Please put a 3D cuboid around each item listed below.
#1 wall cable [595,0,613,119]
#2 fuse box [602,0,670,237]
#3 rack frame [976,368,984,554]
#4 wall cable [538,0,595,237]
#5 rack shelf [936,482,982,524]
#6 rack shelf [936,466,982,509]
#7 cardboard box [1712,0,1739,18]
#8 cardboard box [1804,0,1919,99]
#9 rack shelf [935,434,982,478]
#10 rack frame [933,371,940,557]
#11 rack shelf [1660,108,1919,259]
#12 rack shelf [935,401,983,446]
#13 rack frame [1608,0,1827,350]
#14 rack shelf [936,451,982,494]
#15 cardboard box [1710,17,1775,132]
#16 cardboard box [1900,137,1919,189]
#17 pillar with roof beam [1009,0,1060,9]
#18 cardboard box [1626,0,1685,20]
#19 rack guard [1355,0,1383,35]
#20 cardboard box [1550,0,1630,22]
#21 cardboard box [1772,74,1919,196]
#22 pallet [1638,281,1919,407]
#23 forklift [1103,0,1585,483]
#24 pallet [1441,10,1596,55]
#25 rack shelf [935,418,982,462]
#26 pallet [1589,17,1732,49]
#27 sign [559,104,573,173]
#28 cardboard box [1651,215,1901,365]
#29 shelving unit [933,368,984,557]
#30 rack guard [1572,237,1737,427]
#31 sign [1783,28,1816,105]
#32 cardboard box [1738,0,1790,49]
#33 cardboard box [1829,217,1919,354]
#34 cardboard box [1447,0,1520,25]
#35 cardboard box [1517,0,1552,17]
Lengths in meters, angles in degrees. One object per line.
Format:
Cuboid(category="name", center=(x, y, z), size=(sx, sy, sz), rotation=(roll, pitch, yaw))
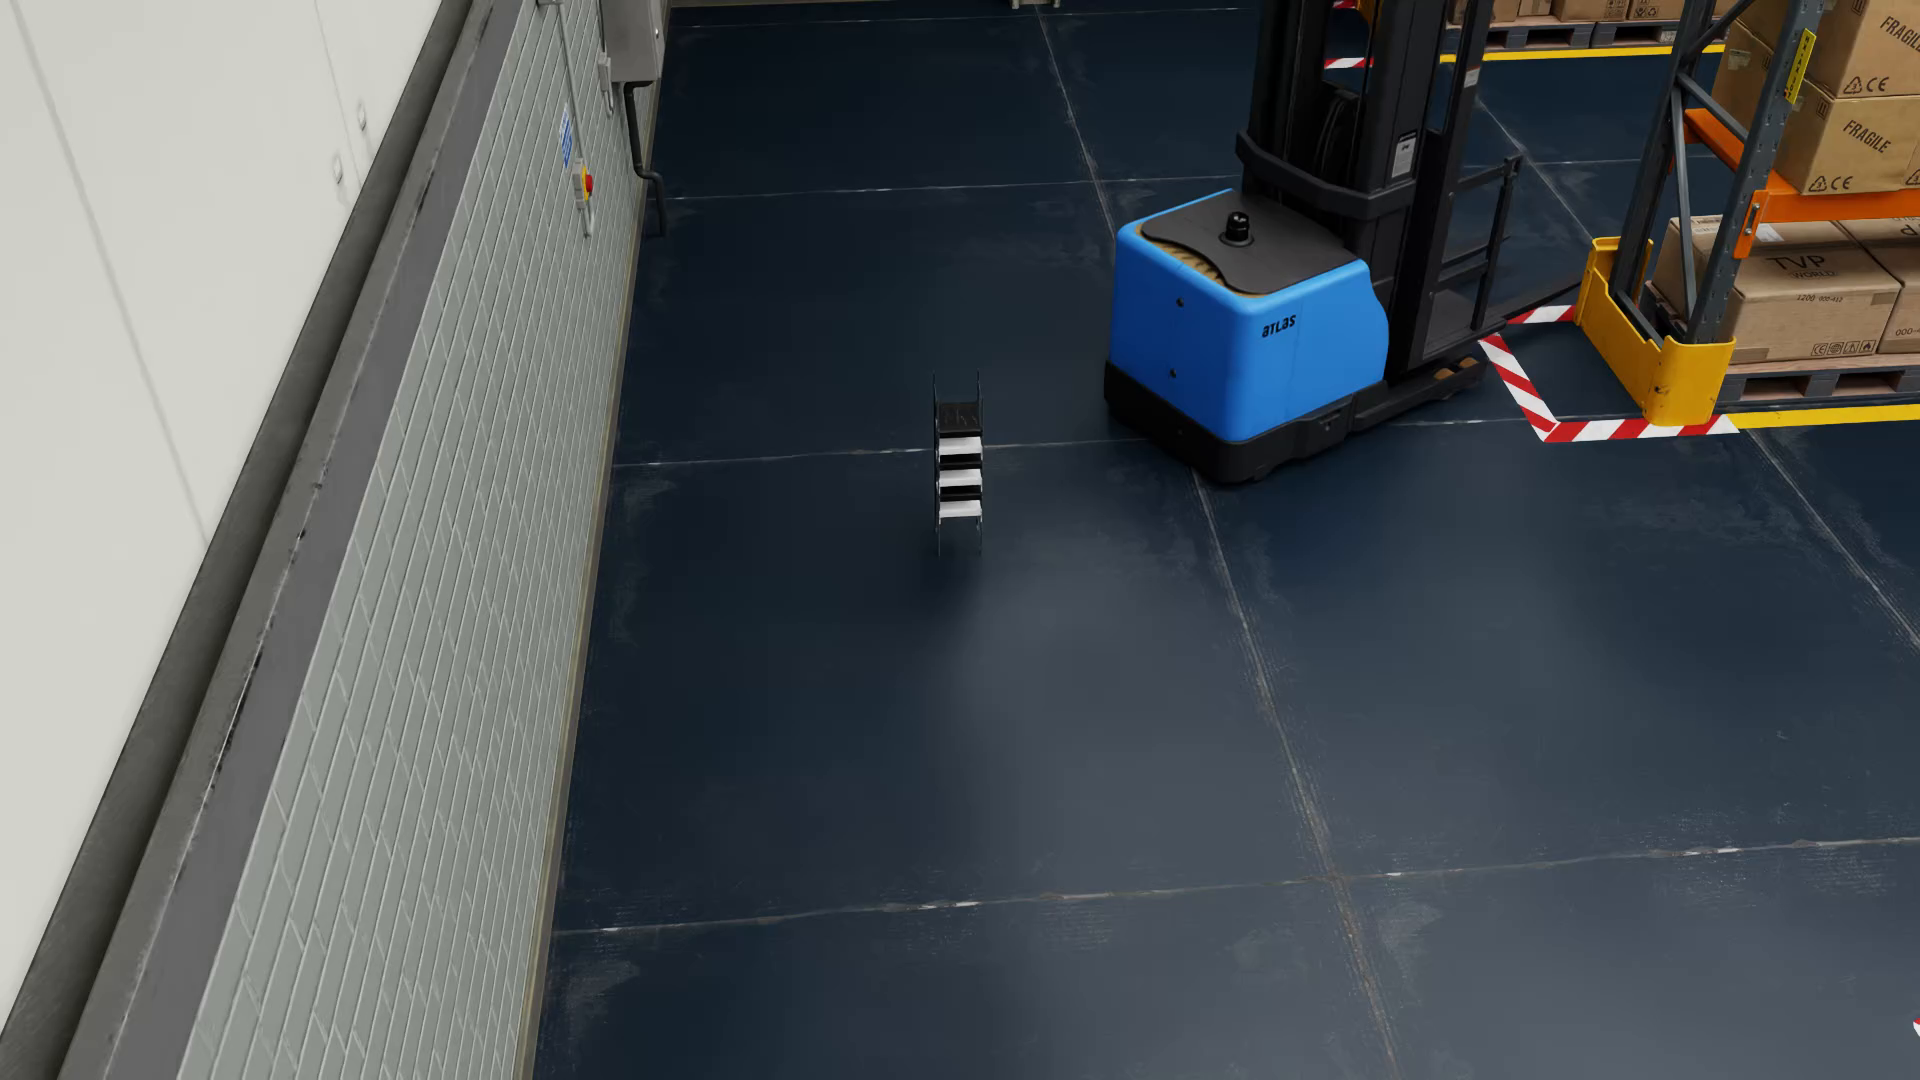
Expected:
Cuboid(category="wall cable", center=(-1.937, -3.097, 8.755), size=(0.122, 1.984, 0.588), rotation=(-3, 38, -4))
Cuboid(category="fuse box", center=(-1.840, -2.622, 10.013), size=(0.414, 1.711, 0.539), rotation=(-3, 38, -4))
Cuboid(category="rack frame", center=(0.093, -0.358, 7.800), size=(0.006, 0.900, 0.240), rotation=(-3, 38, -4))
Cuboid(category="wall cable", center=(-1.799, -2.235, 7.637), size=(0.123, 1.953, 0.585), rotation=(-3, 38, -4))
Cuboid(category="rack shelf", center=(-0.008, -0.185, 7.925), size=(0.200, 0.077, 0.258), rotation=(-3, 38, -4))
Cuboid(category="rack shelf", center=(-0.008, -0.256, 7.869), size=(0.200, 0.077, 0.258), rotation=(-3, 38, -4))
Cuboid(category="cardboard box", center=(5.878, -4.448, 12.967), size=(0.500, 0.500, 0.700), rotation=(-5, 38, -6))
Cuboid(category="cardboard box", center=(4.318, -2.430, 7.842), size=(0.500, 0.500, 0.500), rotation=(-4, 38, -5))
Cuboid(category="rack shelf", center=(-0.008, -0.397, 7.758), size=(0.200, 0.077, 0.258), rotation=(-3, 38, -4))
Cuboid(category="rack frame", center=(-0.109, -0.347, 7.786), size=(0.006, 0.900, 0.240), rotation=(-3, 38, -4))
Cuboid(category="rack shelf", center=(5.807, -1.975, 8.734), size=(4.000, 0.370, 1.077), rotation=(-3, 38, -4))
Cuboid(category="rack shelf", center=(-0.008, -0.539, 7.646), size=(0.200, 0.077, 0.258), rotation=(-3, 38, -4))
Cuboid(category="rack frame", center=(3.815, -2.147, 8.372), size=(0.127, 3.000, 1.000), rotation=(-3, 38, -4))
Cuboid(category="rack shelf", center=(-0.008, -0.327, 7.813), size=(0.200, 0.077, 0.258), rotation=(-3, 38, -4))
Cuboid(category="cardboard box", center=(4.272, -2.376, 8.581), size=(0.500, 0.500, 0.500), rotation=(-3, 38, -4))
Cuboid(category="cardboard box", center=(4.820, -2.081, 8.207), size=(0.500, 0.500, 0.500), rotation=(-4, 38, -5))
Cuboid(category="pillar with roof beam", center=(0.988, -5.317, 7.546), size=(0.400, 9.000, 9.100), rotation=(-3, 38, -4))
Cuboid(category="cardboard box", center=(5.380, -4.358, 12.853), size=(0.500, 0.500, 0.500), rotation=(-2, 38, -3))
Cuboid(category="rack guard", center=(3.447, -4.232, 13.033), size=(0.348, 0.500, 1.175), rotation=(-3, 38, -4))
Cuboid(category="cardboard box", center=(4.844, -4.391, 12.895), size=(0.500, 0.500, 0.700), rotation=(-2, 38, -2))
Cuboid(category="cardboard box", center=(4.319, -2.036, 8.150), size=(0.500, 0.500, 0.500), rotation=(-3, 38, -4))
Cuboid(category="pallet", center=(4.605, -1.145, 9.352), size=(1.213, 0.211, 1.003), rotation=(-3, 38, -4))
Cuboid(category="forklift", center=(2.269, -2.158, 8.440), size=(3.031, 2.935, 1.130), rotation=(-23, 44, -27))
Cuboid(category="pallet", center=(4.242, -4.163, 13.178), size=(1.213, 0.211, 1.003), rotation=(-3, 38, -4))
Cuboid(category="rack shelf", center=(-0.008, -0.468, 7.702), size=(0.200, 0.077, 0.258), rotation=(-3, 38, -4))
Cuboid(category="pallet", center=(5.454, -4.228, 13.261), size=(1.213, 0.211, 1.003), rotation=(-3, 38, -4))
Cuboid(category="sign", center=(-1.856, -1.896, 7.836), size=(0.001, 0.218, 0.327), rotation=(-3, 38, -4))
Cuboid(category="cardboard box", center=(4.464, -1.404, 9.160), size=(0.875, 0.438, 0.875), rotation=(-4, 38, -6))
Cuboid(category="shelving unit", center=(-0.008, -0.353, 7.793), size=(0.210, 0.900, 0.258), rotation=(-3, 38, -4))
Cuboid(category="rack guard", center=(3.791, -1.165, 9.144), size=(0.348, 0.500, 1.175), rotation=(-3, 38, -4))
Cuboid(category="sign", center=(3.858, -2.176, 7.645), size=(0.005, 0.325, 0.100), rotation=(-3, 38, -4))
Cuboid(category="cardboard box", center=(4.274, -2.752, 8.251), size=(0.500, 0.500, 0.500), rotation=(-2, 38, -2))
Cuboid(category="cardboard box", center=(5.375, -1.460, 9.230), size=(0.875, 0.438, 0.875), rotation=(-2, 38, -3))
Cuboid(category="cardboard box", center=(3.989, -4.370, 12.865), size=(0.637, 0.503, 0.797), rotation=(-5, 39, -6))
Cuboid(category="cardboard box", center=(4.416, -4.230, 12.974), size=(0.250, 0.149, 0.380), rotation=(-5, 39, -6))
